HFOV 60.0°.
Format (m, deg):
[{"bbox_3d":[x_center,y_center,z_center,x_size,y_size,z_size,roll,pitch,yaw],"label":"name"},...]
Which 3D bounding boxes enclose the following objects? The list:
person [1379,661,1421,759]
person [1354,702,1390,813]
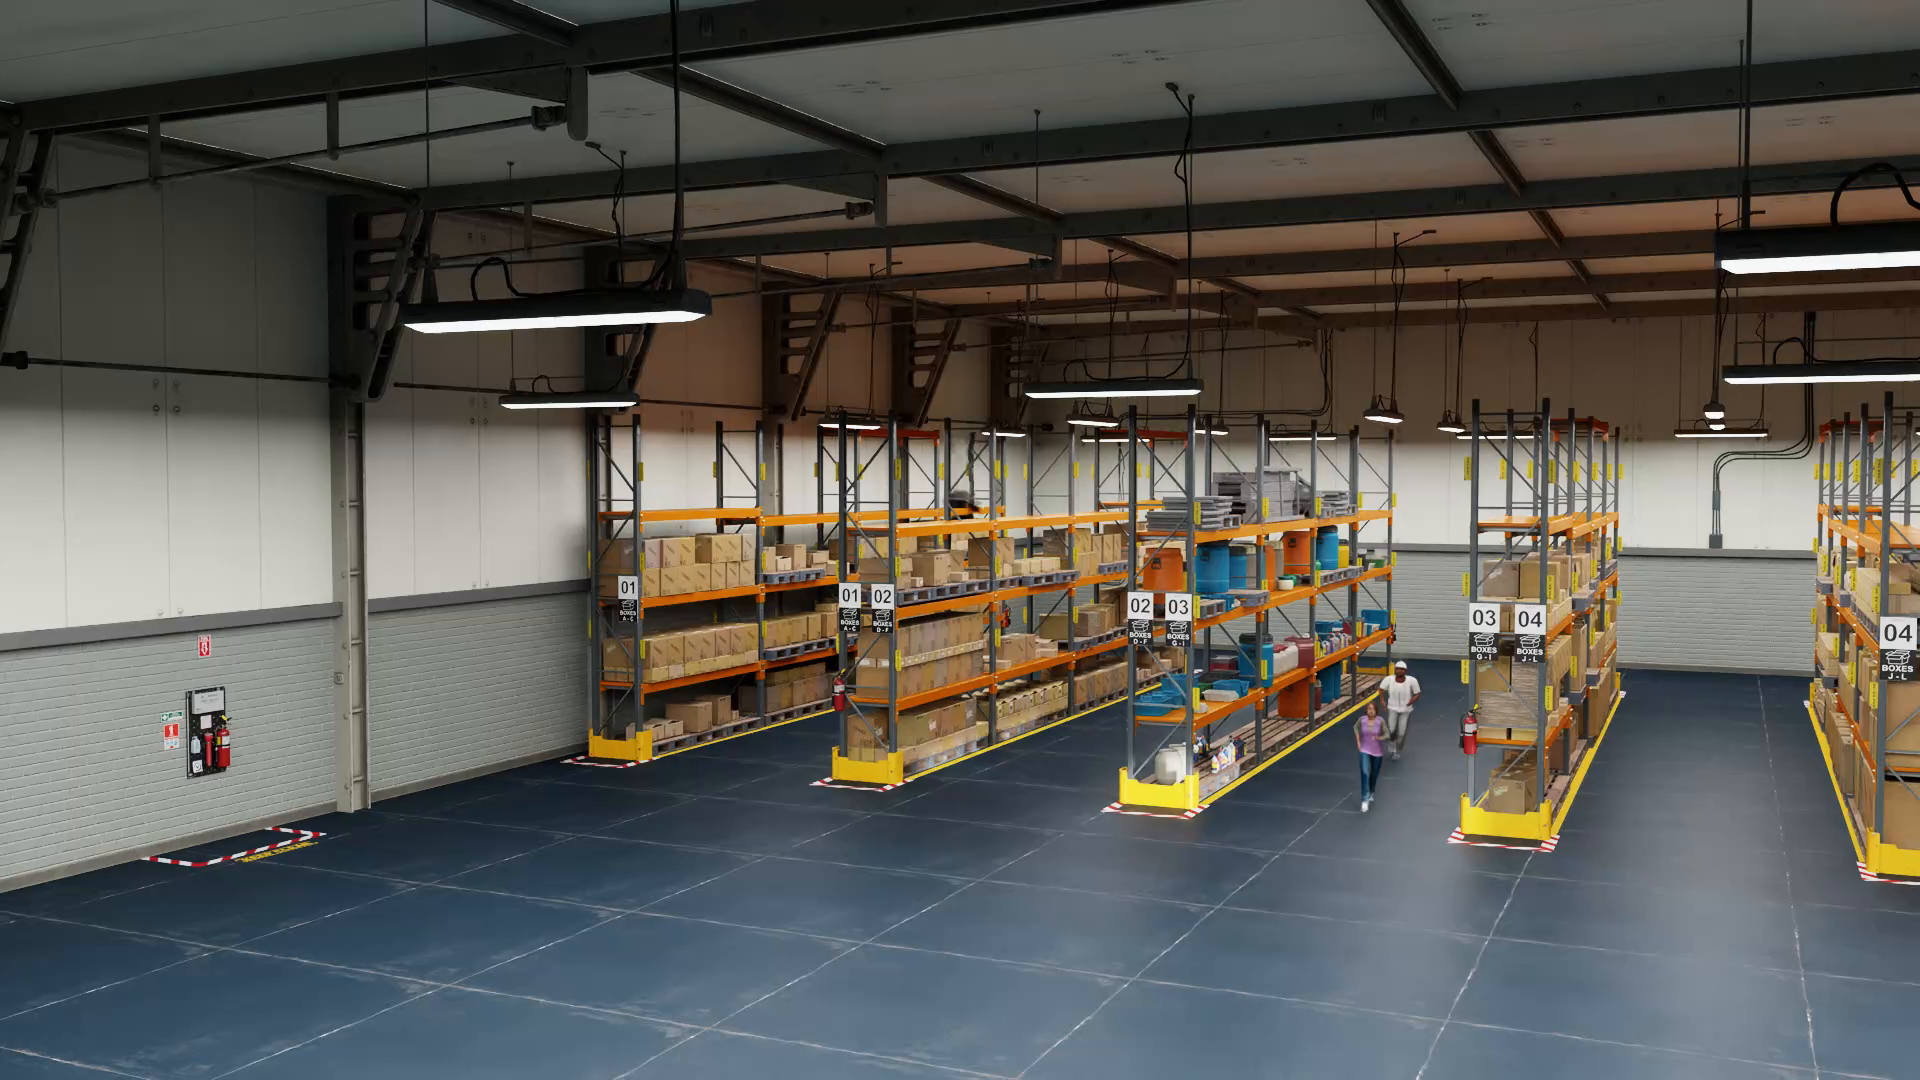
[{"bbox_3d":[7.606,2.953,28.794,0.700,1.718,0.572,1,2,16],"label":"person"},{"bbox_3d":[6.113,3.199,24.689,0.514,1.632,0.767,0,2,11],"label":"person"}]
